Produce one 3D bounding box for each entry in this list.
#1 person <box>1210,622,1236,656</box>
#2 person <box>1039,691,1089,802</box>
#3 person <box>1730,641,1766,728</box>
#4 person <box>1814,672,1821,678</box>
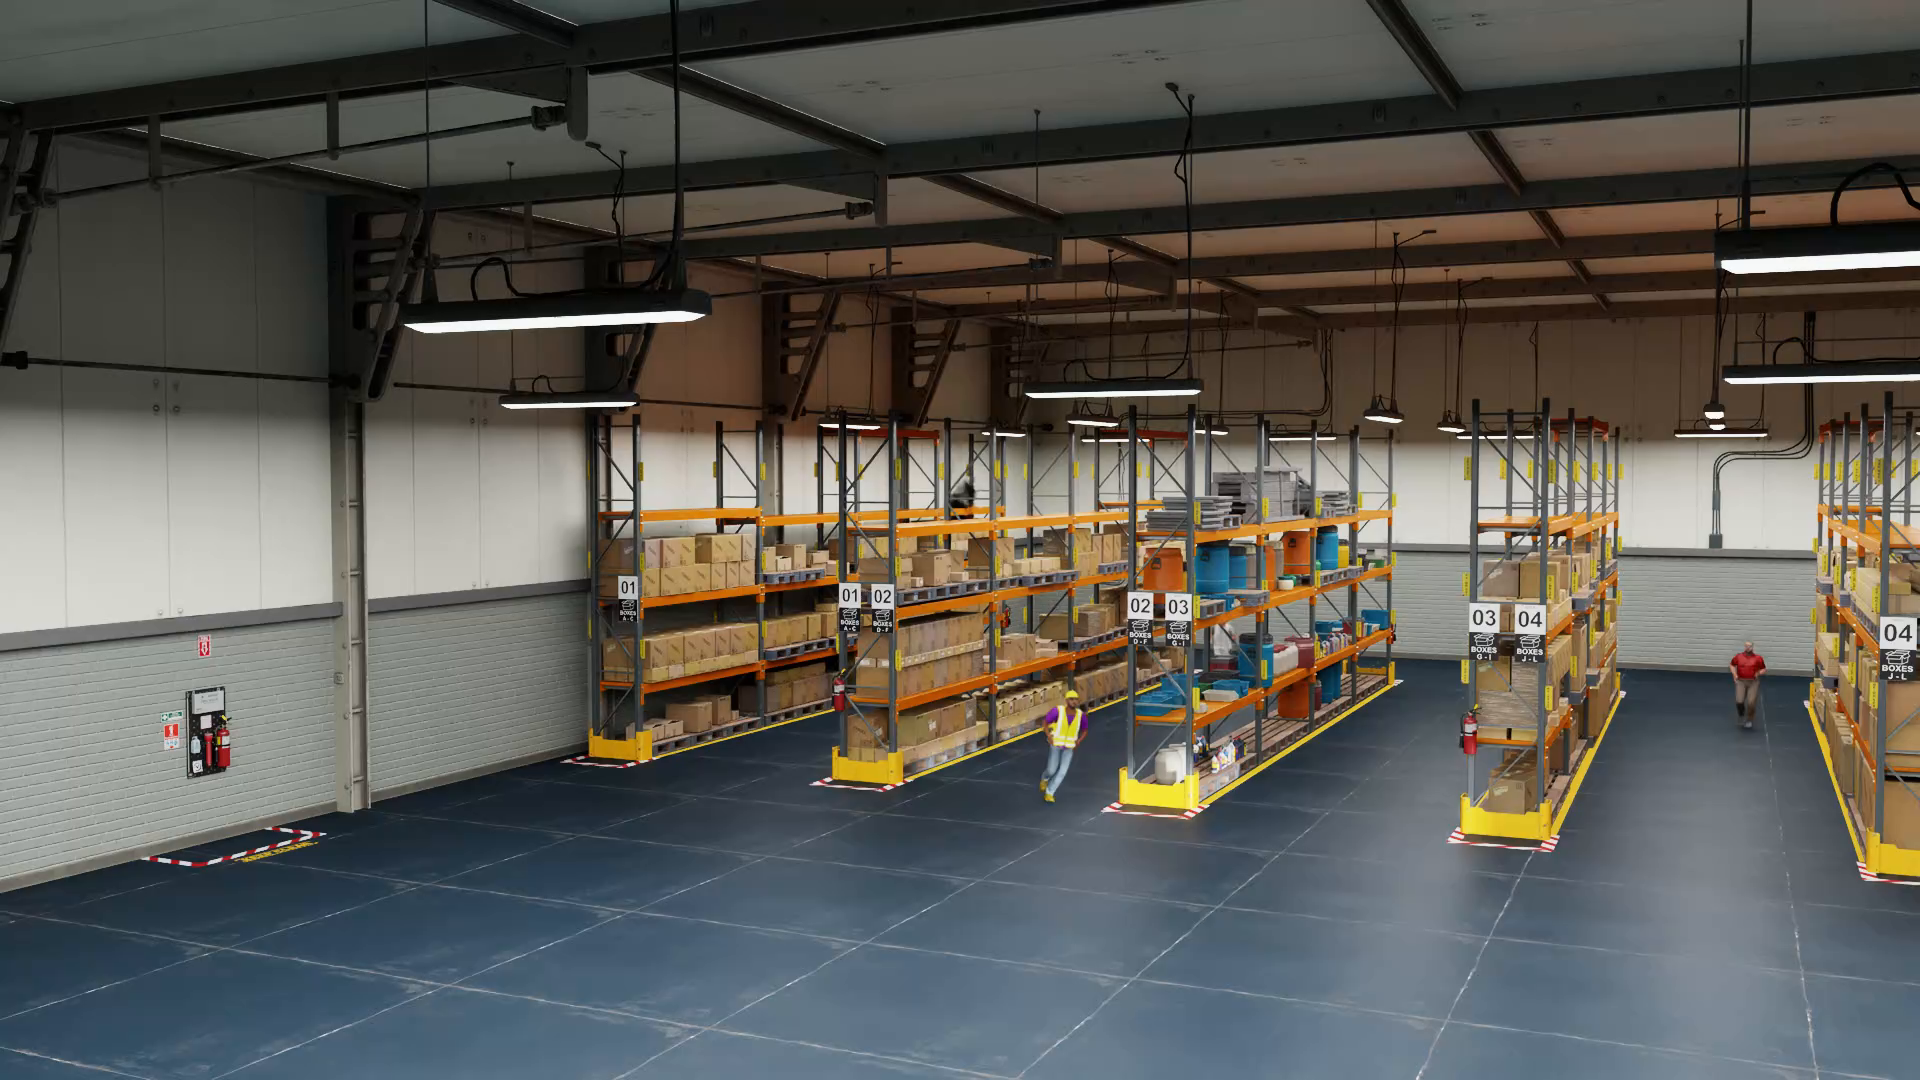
[{"bbox_3d":[6.058,2.551,38.528,0.652,1.768,0.735,1,2,15],"label":"person"},{"bbox_3d":[1.599,3.122,25.388,0.738,1.678,0.554,0,2,-5],"label":"person"},{"bbox_3d":[15.326,2.821,32.377,0.650,1.690,0.605,1,3,28],"label":"person"},{"bbox_3d":[18.972,2.702,36.442,0.482,1.599,0.663,1,3,32],"label":"person"}]
